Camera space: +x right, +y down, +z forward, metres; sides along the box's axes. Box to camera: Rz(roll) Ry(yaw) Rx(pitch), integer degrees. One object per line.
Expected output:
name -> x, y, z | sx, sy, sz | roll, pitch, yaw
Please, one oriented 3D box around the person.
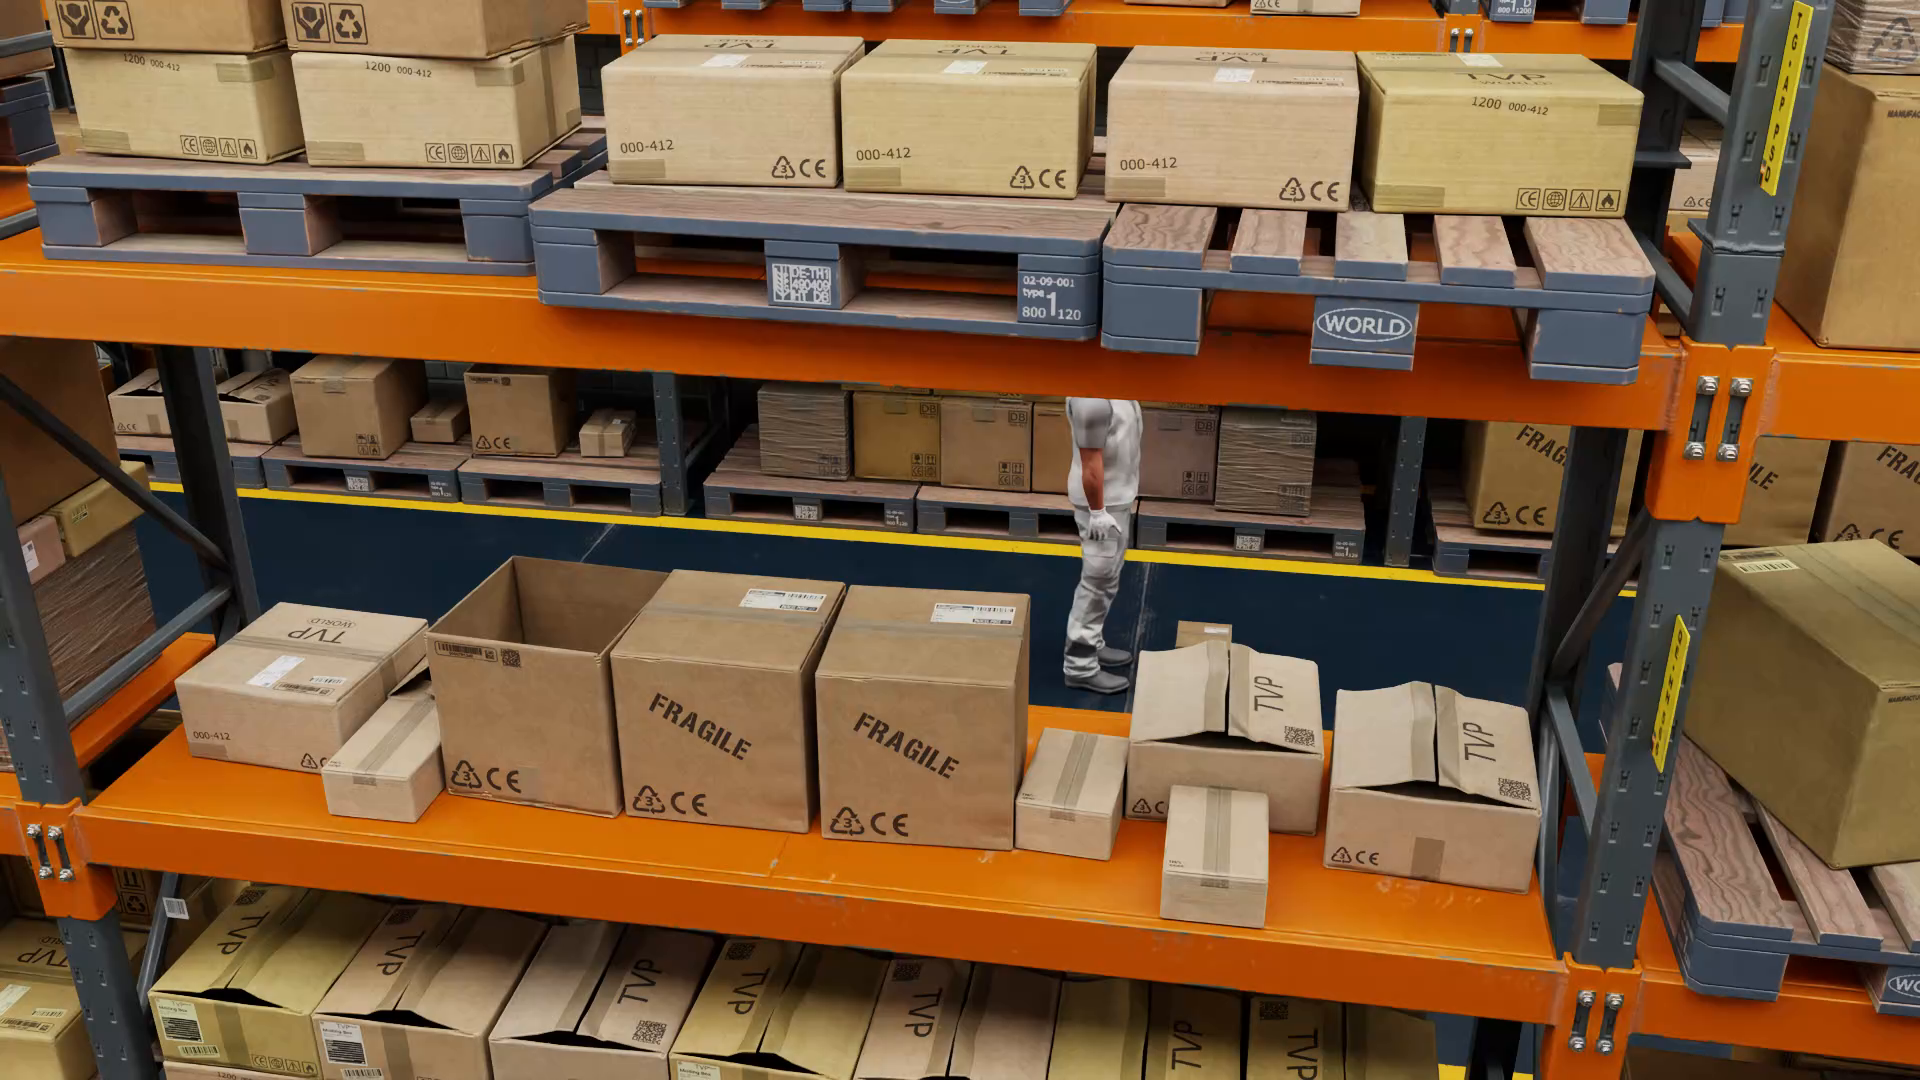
person -> 0.639, -0.189, 7.431 | 0.339, 1.784, 0.525 | 5, 25, 10
